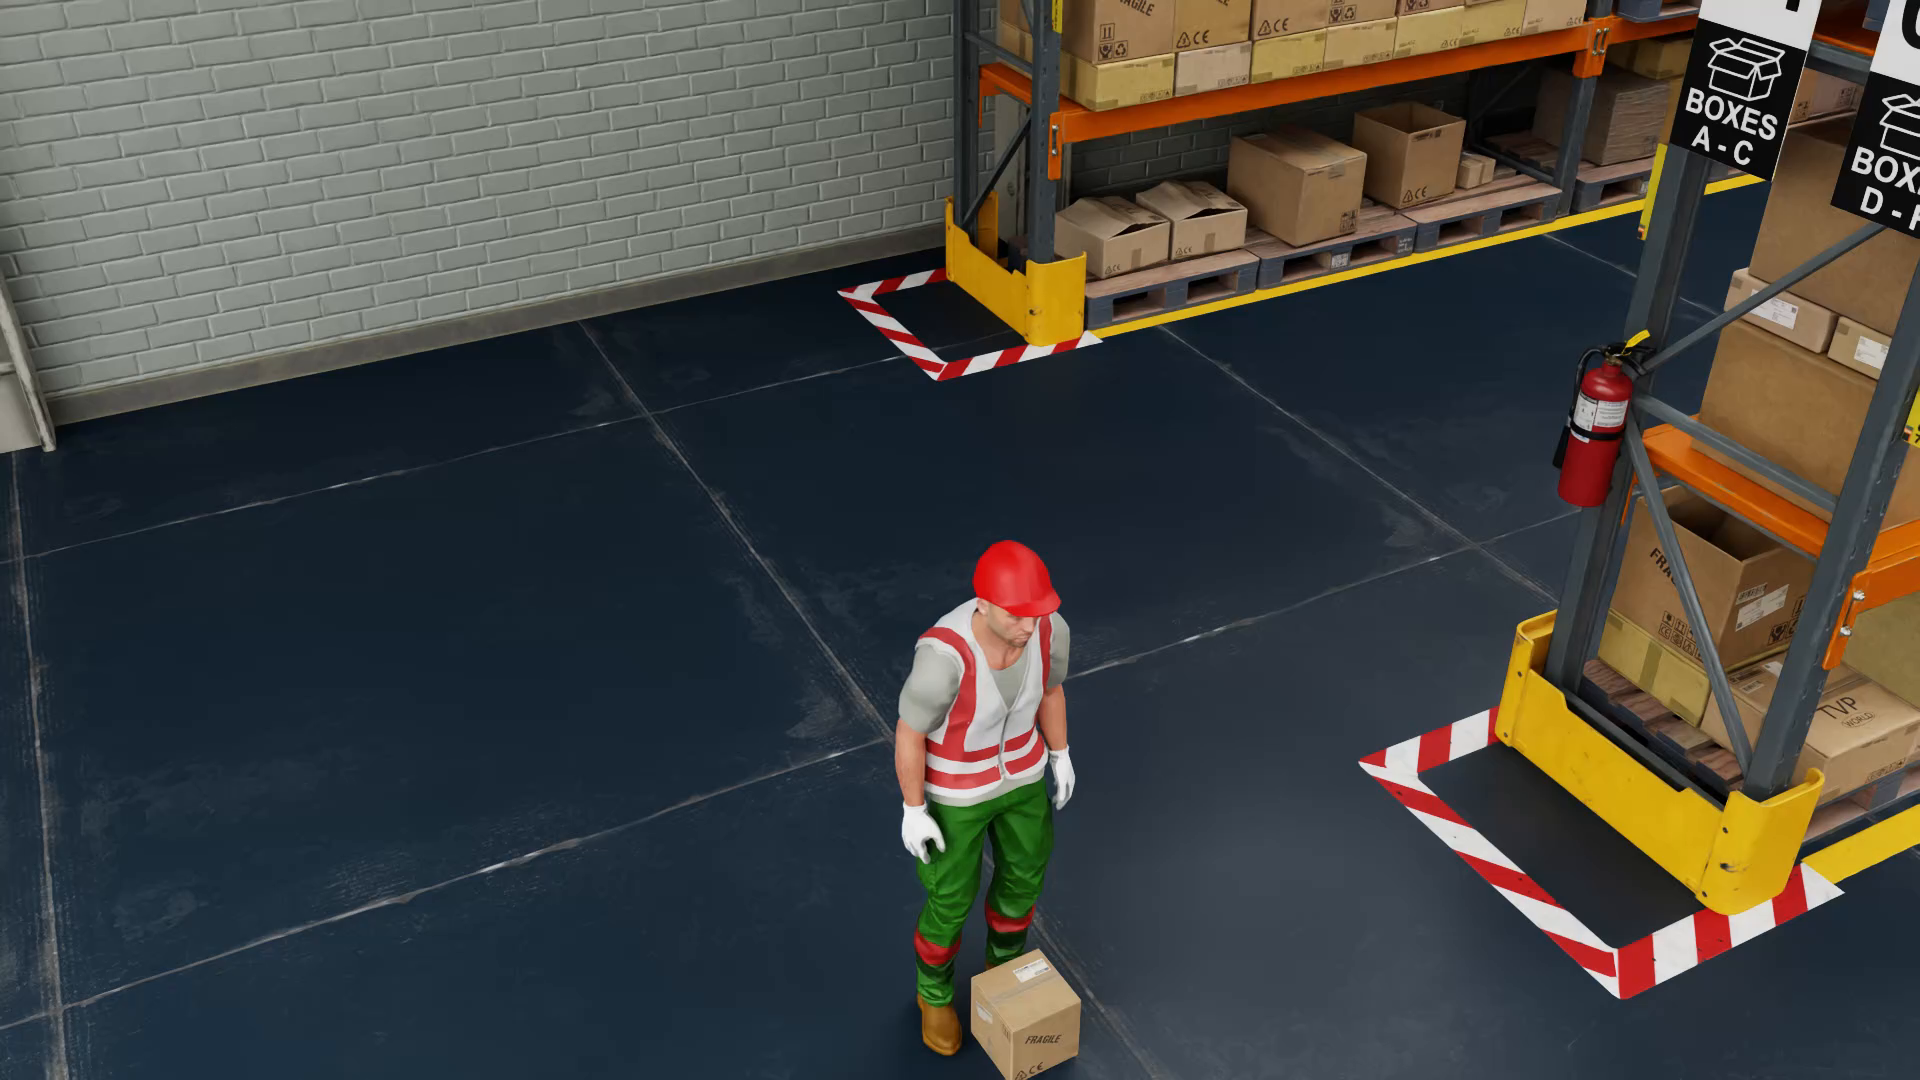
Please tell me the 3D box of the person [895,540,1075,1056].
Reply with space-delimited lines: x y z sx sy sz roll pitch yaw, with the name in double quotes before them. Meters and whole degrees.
"person" 0.090 0.746 4.967 0.606 1.777 0.454 -17 37 -25
